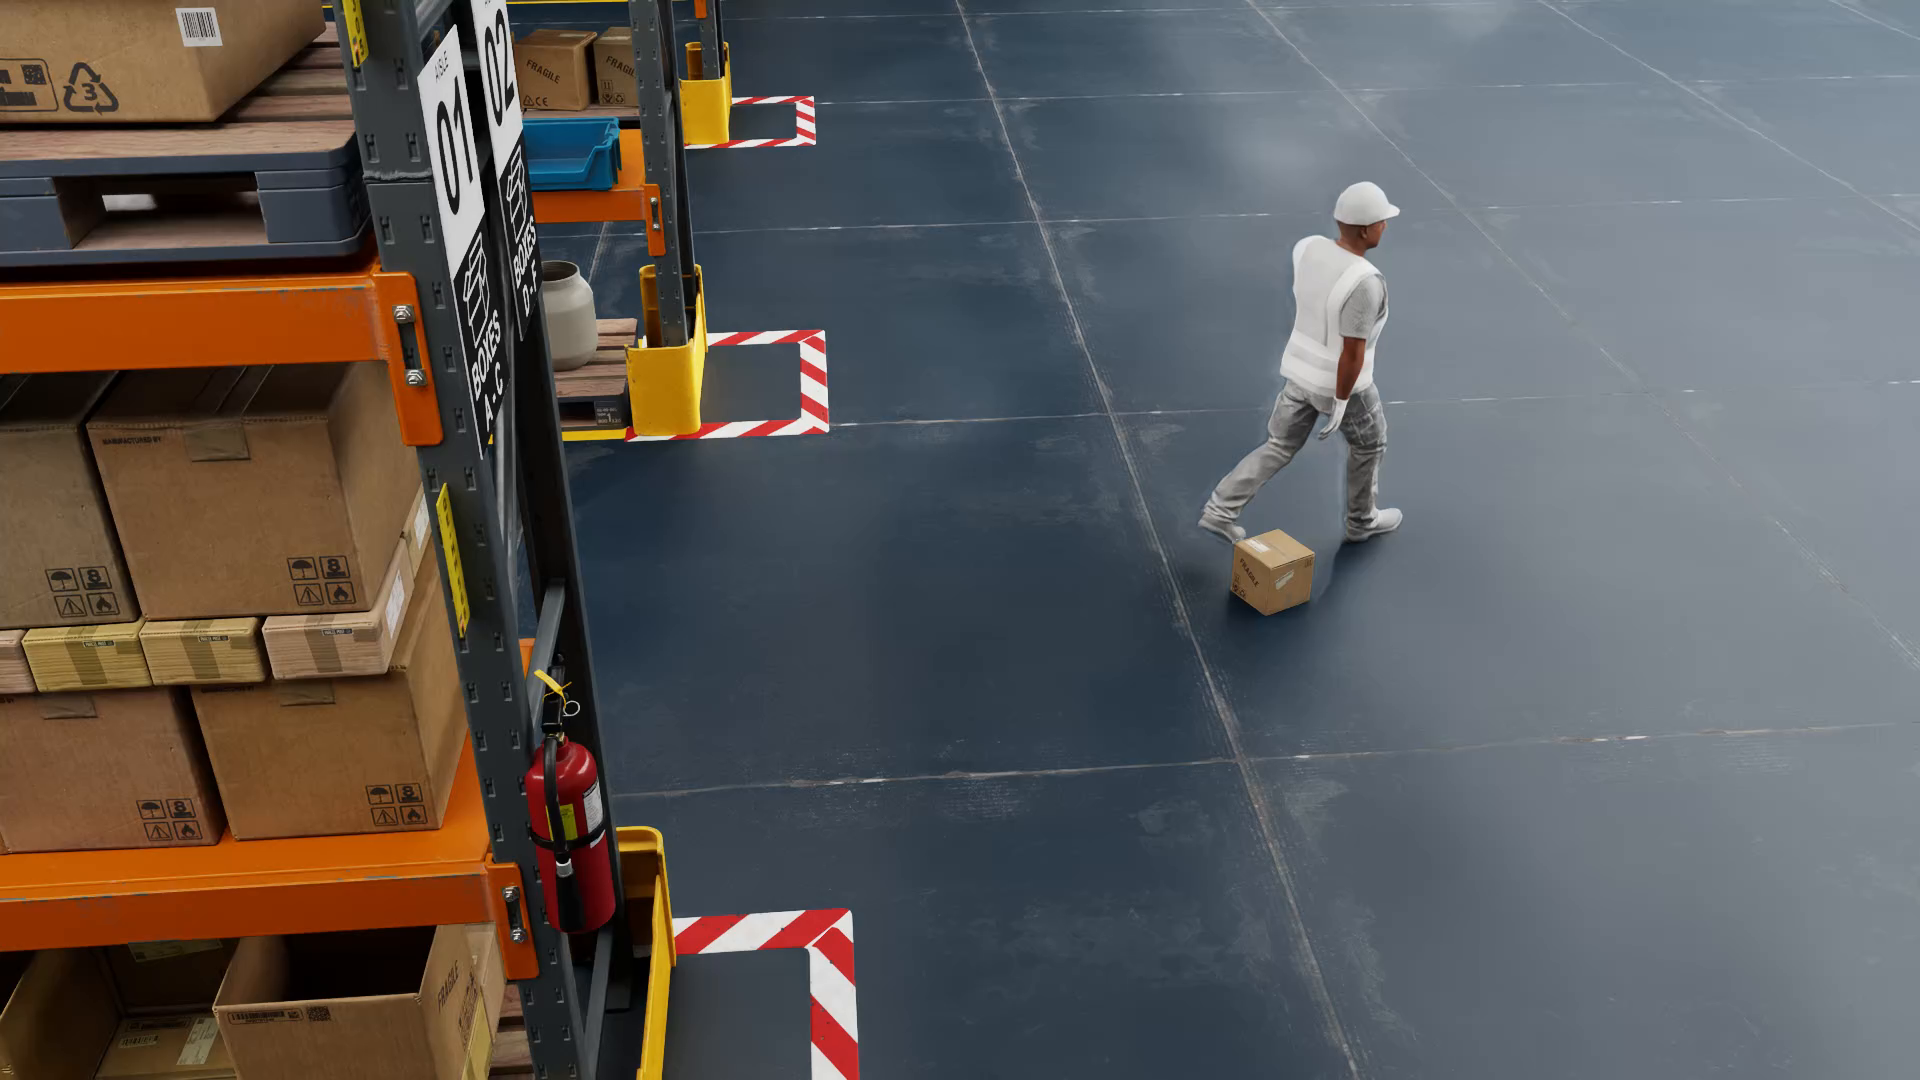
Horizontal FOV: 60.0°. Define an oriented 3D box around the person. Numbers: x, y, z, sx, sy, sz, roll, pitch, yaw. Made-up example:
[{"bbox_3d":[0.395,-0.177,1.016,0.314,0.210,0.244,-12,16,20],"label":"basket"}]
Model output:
[{"bbox_3d":[1.590,-0.722,7.322,1.057,1.738,0.559,-16,35,-25],"label":"person"}]
